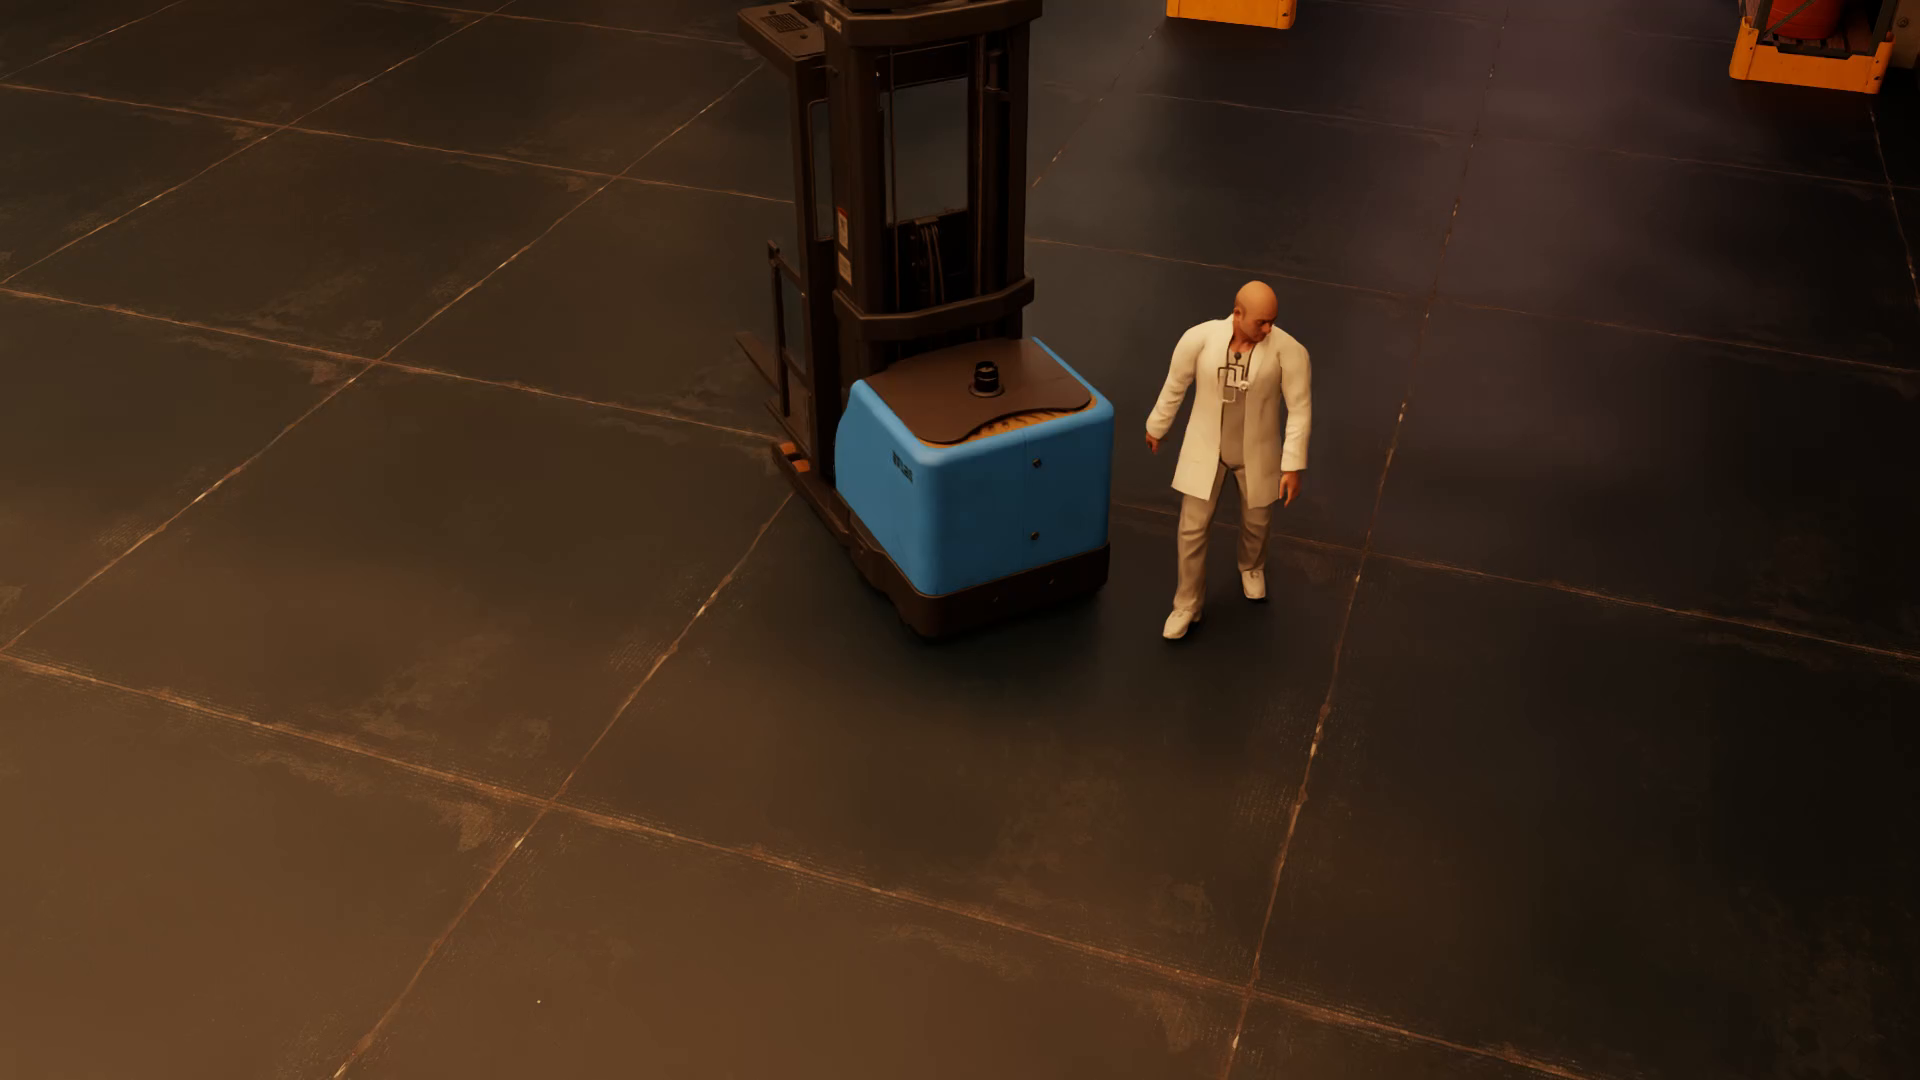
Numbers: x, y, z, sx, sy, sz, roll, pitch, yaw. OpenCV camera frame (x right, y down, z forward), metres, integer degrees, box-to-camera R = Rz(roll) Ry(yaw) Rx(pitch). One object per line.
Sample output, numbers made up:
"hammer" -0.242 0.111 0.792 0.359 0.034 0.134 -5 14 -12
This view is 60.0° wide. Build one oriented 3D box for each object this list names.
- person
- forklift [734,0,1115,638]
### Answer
"person" 1.221 -0.386 7.706 0.763 1.740 0.843 7 36 10
"forklift" -0.380 -1.571 8.327 1.130 2.935 3.031 -16 38 -22
